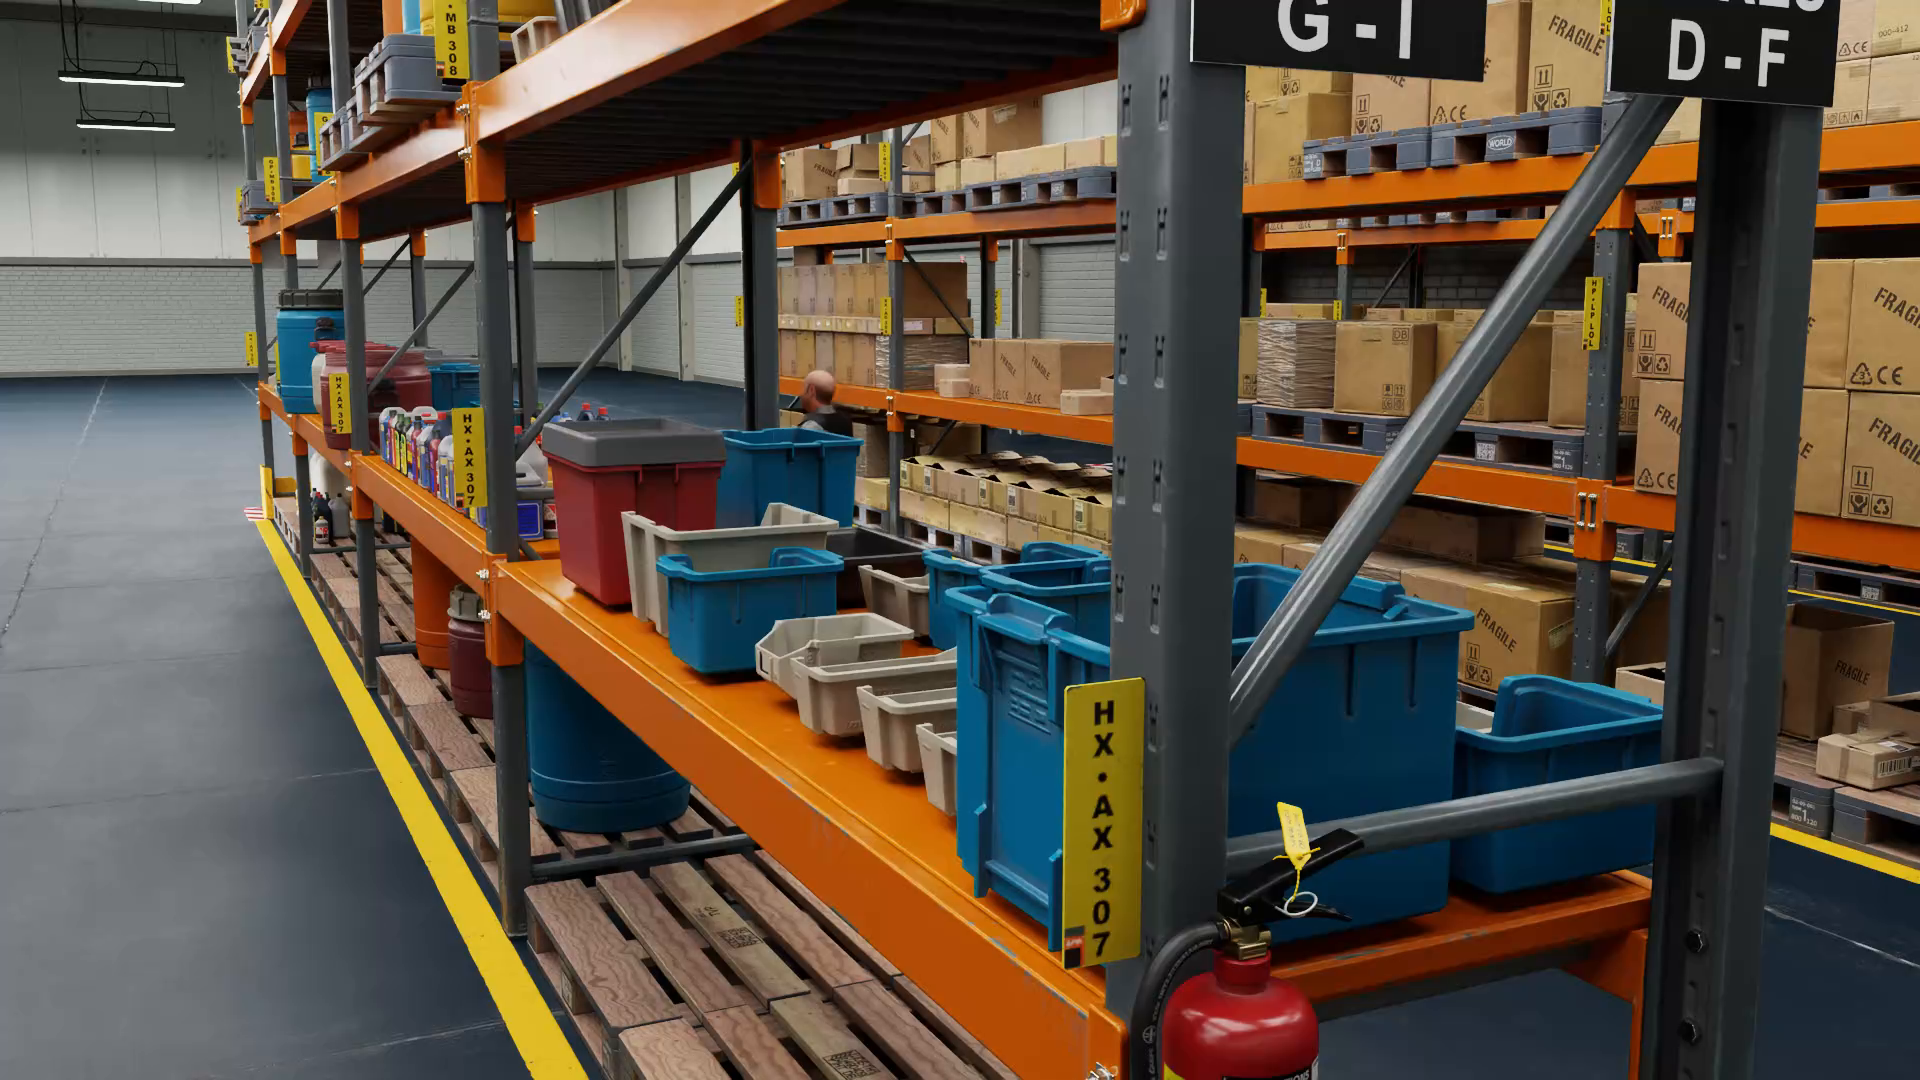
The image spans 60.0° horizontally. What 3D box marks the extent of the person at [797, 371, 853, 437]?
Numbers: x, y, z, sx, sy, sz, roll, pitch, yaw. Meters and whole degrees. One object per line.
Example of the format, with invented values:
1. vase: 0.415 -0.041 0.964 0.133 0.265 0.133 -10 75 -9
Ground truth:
1. person: -0.874 -0.141 9.842 0.624 1.721 0.649 3 9 20
